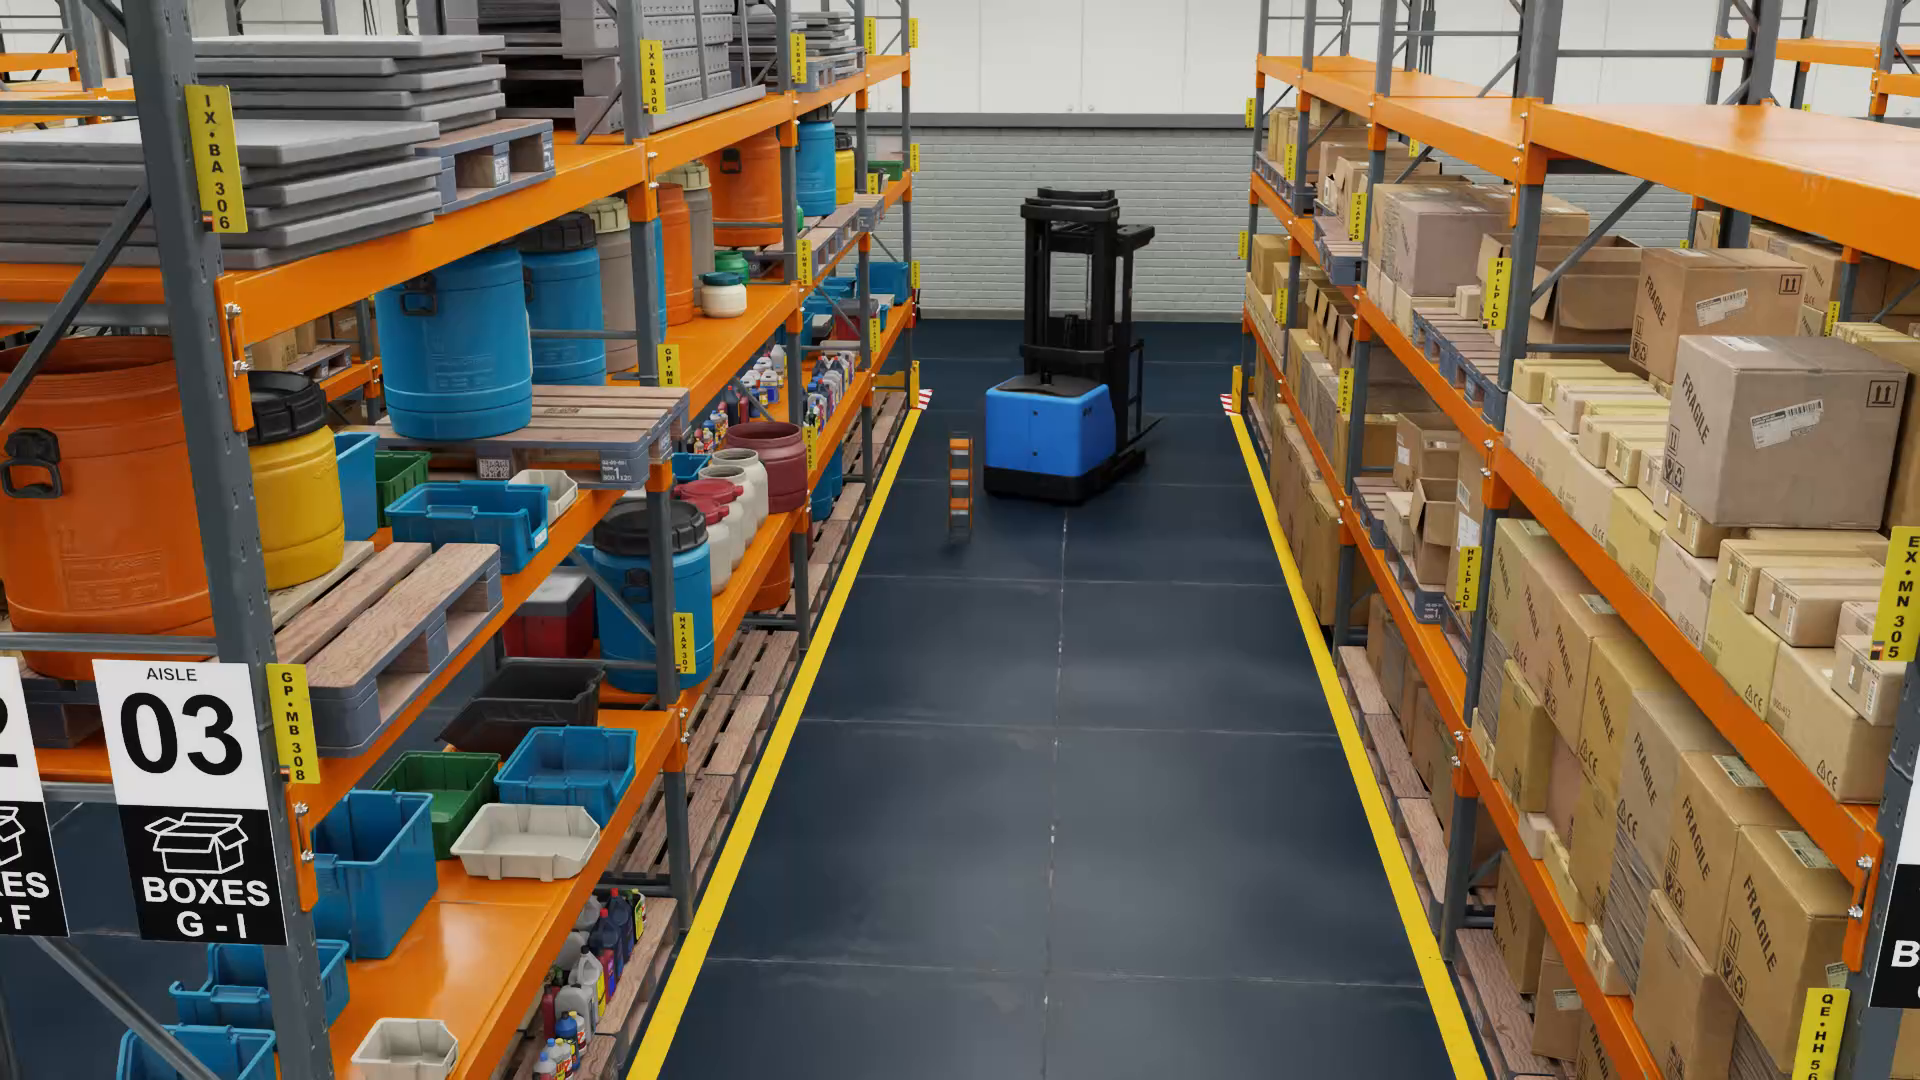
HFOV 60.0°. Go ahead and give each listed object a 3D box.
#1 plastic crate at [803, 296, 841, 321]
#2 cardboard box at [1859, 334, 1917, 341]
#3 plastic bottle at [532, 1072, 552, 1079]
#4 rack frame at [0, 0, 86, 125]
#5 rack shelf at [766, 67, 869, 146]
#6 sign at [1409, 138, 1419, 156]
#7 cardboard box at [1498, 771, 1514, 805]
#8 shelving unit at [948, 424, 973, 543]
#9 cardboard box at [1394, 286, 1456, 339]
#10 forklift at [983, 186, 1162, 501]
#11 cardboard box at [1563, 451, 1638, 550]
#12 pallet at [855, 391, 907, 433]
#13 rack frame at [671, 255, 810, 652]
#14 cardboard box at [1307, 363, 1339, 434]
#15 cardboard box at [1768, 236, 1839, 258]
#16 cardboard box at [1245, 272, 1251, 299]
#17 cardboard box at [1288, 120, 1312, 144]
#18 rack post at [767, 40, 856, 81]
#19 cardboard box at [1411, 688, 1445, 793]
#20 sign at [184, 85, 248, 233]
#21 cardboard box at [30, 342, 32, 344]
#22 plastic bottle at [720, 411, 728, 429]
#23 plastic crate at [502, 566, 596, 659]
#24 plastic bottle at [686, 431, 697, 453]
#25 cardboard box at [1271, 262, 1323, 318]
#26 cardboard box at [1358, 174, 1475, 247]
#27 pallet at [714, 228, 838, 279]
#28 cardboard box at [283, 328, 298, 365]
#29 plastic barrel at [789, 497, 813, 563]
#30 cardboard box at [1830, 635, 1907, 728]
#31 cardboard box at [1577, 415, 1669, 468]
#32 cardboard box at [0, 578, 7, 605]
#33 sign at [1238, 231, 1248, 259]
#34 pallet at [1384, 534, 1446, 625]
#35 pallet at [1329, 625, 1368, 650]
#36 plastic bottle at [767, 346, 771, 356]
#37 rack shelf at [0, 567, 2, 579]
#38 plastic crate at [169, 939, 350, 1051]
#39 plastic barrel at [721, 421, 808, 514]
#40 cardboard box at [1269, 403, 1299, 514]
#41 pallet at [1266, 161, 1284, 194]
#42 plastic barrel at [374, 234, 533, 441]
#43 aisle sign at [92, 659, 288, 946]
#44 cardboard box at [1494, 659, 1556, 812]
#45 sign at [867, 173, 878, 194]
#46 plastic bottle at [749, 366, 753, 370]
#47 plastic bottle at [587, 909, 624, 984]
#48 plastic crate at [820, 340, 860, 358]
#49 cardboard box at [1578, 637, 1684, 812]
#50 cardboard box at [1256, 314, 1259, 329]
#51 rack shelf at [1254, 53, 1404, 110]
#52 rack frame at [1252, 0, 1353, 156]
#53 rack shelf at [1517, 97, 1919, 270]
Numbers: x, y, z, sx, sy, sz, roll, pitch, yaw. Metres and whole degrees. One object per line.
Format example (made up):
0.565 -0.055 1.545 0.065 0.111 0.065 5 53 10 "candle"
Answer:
-1.520 -2.560 18.418 0.416 0.233 0.300 1 18 4 "plastic crate"
7.992 -1.679 14.330 0.380 0.149 0.250 1 18 4 "cardboard box"
-1.751 2.336 6.961 0.061 0.283 0.133 2 18 5 "plastic bottle"
-10.961 -6.161 19.602 1.000 3.000 0.127 1 18 4 "rack frame"
-1.510 -3.545 13.414 1.077 0.370 4.000 1 18 4 "rack shelf"
4.116 -3.548 15.108 0.100 0.325 0.005 1 18 4 "sign"
2.664 1.083 7.531 0.380 0.149 0.250 1 18 4 "cardboard box"
0.004 -0.516 15.137 0.215 1.050 0.252 1 18 4 "shelving unit"
2.935 -1.389 10.095 0.500 0.250 0.500 2 18 5 "cardboard box"
1.325 -2.189 17.223 1.130 2.935 3.031 8 20 24 "forklift"
2.634 -0.153 6.325 0.500 0.250 0.500 1 18 2 "cardboard box"
-1.177 -1.509 19.516 1.003 0.211 1.213 1 18 4 "pallet"
-1.653 -0.605 12.278 1.000 3.000 0.127 1 18 4 "rack frame"
3.188 -1.175 13.857 0.500 0.500 0.500 2 18 5 "cardboard box"
8.361 -2.730 16.520 0.500 0.500 0.500 2 18 5 "cardboard box"
3.557 -2.906 19.064 0.500 0.250 0.500 1 18 2 "cardboard box"
3.613 -3.868 16.424 0.700 0.500 0.500 2 18 7 "cardboard box"
-1.384 -3.829 13.286 0.937 0.300 0.954 3 18 10 "rack post"
3.159 1.215 10.032 0.700 0.500 0.500 0 18 -1 "cardboard box"
-1.678 -0.858 3.753 0.100 0.325 0.005 1 18 4 "sign"
-10.756 -2.288 19.712 0.380 0.149 0.250 2 18 5 "cardboard box"
-1.958 -0.964 13.695 0.097 0.201 0.097 0 18 0 "plastic bottle"
-2.210 0.450 8.957 0.402 0.464 0.583 1 18 4 "plastic crate"
-2.049 -0.684 12.709 0.061 0.283 0.133 1 18 4 "plastic bottle"
3.380 -2.467 16.521 0.500 0.500 0.500 1 18 4 "cardboard box"
3.259 -2.359 11.976 0.797 0.503 0.637 2 18 7 "cardboard box"
-1.501 -2.176 12.559 1.003 0.211 1.213 1 18 4 "pallet"
-6.550 -1.849 15.240 0.700 0.500 0.500 4 19 13 "cardboard box"
-1.554 -0.161 14.124 0.600 0.588 0.708 1 18 4 "plastic barrel"
2.422 0.354 4.137 0.380 0.149 0.250 1 18 4 "cardboard box"
2.597 -0.376 6.362 0.380 0.149 0.250 1 18 3 "cardboard box"
-6.953 0.444 11.920 0.500 0.311 0.500 1 18 3 "cardboard box"
3.308 -3.442 19.420 0.100 0.325 0.005 1 18 4 "sign"
3.186 0.213 10.092 1.003 0.211 1.213 1 18 4 "pallet"
3.419 0.588 13.117 1.003 0.211 1.213 1 18 4 "pallet"
-1.818 -1.687 15.769 0.061 0.283 0.133 1 18 4 "plastic bottle"
-6.737 0.247 10.836 1.077 0.370 4.000 1 18 4 "rack shelf"
-2.437 1.587 5.829 0.499 0.251 0.408 1 18 4 "plastic crate"
-1.384 -0.519 11.797 0.600 0.536 0.708 1 18 4 "plastic barrel"
3.548 -0.727 15.390 1.225 0.875 0.875 1 18 4 "cardboard box"
3.733 -3.752 17.207 1.003 0.211 1.213 1 18 4 "pallet"
-2.118 -0.919 6.940 0.600 0.901 0.708 1 18 4 "plastic barrel"
-1.939 0.673 4.203 0.394 0.787 0.004 1 18 4 "aisle sign"
2.836 0.852 7.194 0.875 0.500 0.500 1 18 4 "cardboard box"
-0.818 -3.264 15.562 0.100 0.325 0.005 1 18 4 "sign"
-1.882 -1.411 14.928 0.061 0.283 0.133 1 18 4 "plastic bottle"
-1.712 1.953 8.019 0.144 0.351 0.185 0 18 1 "plastic bottle"
-1.190 -1.892 16.533 0.396 0.136 0.243 1 18 4 "plastic crate"
2.619 0.684 6.100 0.500 0.500 0.500 1 18 4 "cardboard box"
3.416 -2.357 18.030 0.380 0.149 0.250 1 18 3 "cardboard box"
3.717 -4.677 16.868 1.077 0.370 4.000 1 18 4 "rack shelf"
3.861 -5.830 18.590 1.000 3.000 0.127 1 18 4 "rack frame"
2.857 -1.138 5.432 1.077 0.370 4.000 1 18 4 "rack shelf"
